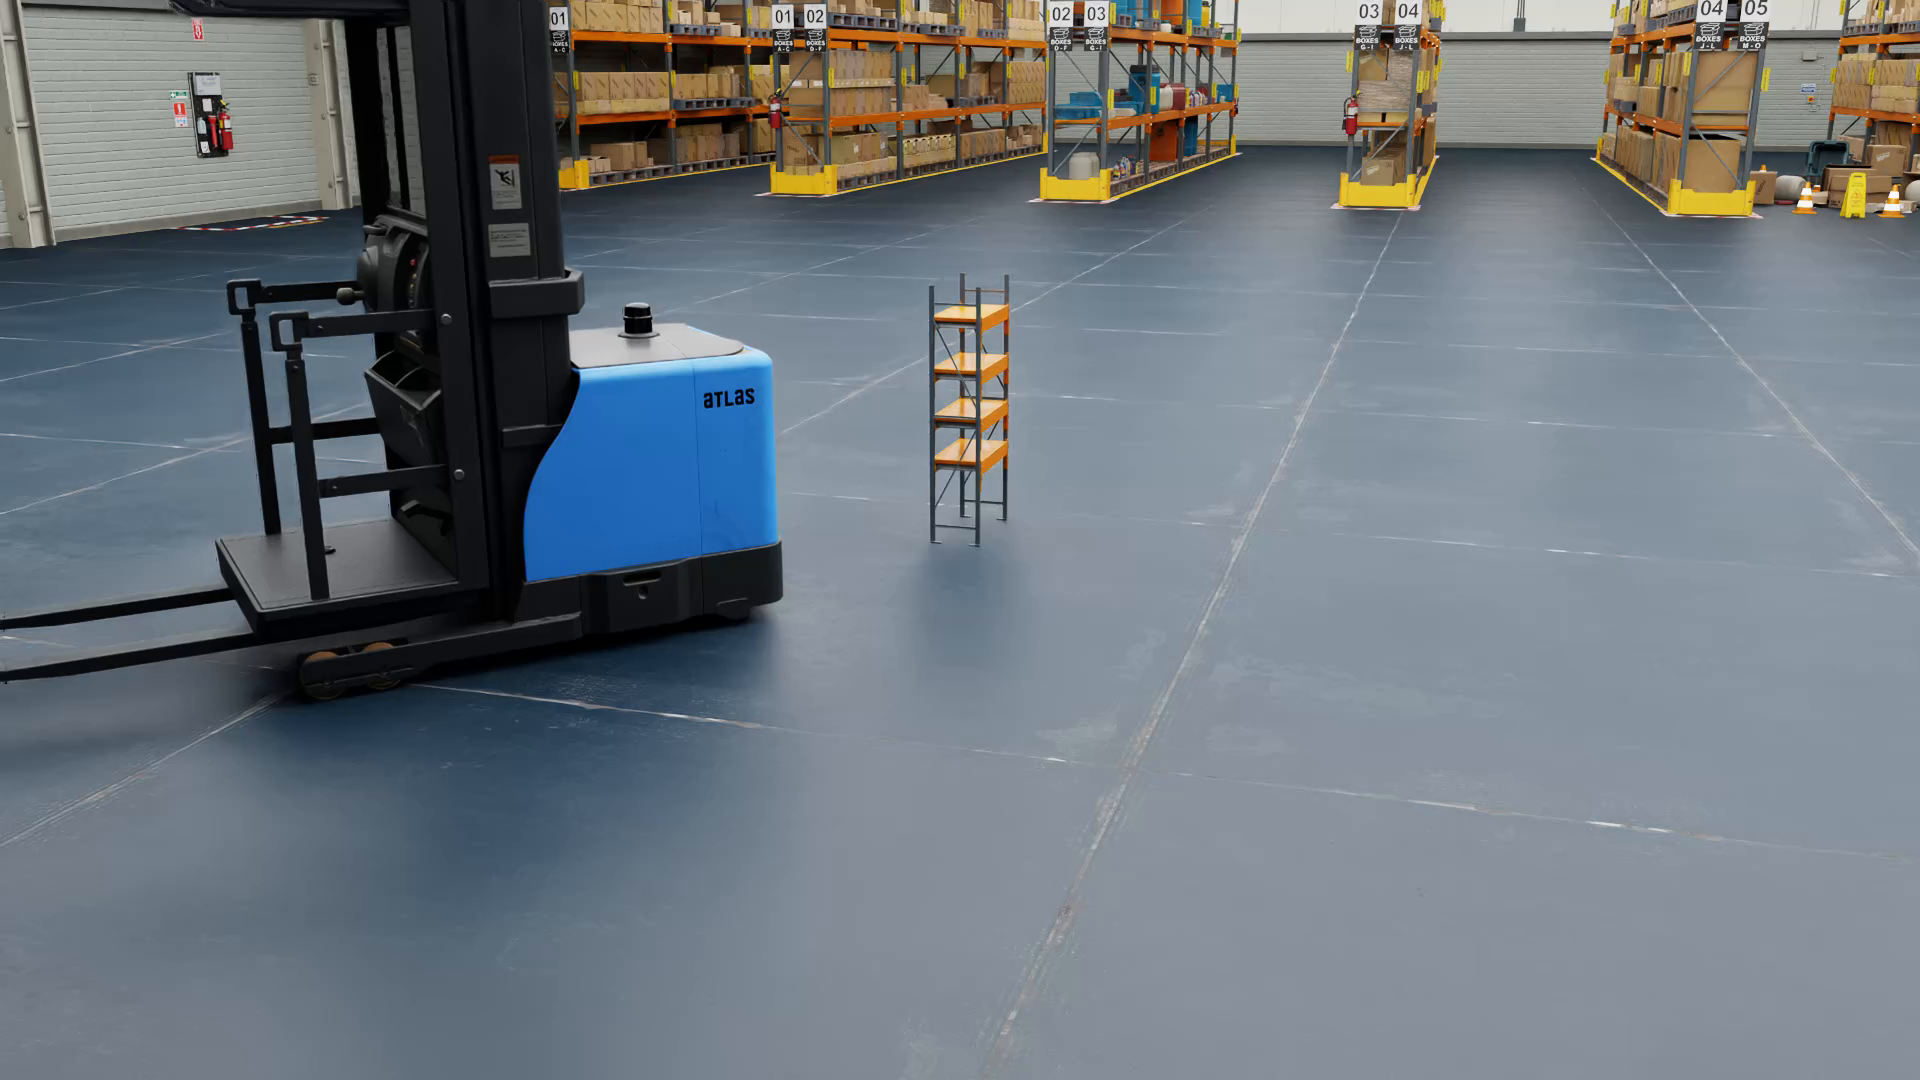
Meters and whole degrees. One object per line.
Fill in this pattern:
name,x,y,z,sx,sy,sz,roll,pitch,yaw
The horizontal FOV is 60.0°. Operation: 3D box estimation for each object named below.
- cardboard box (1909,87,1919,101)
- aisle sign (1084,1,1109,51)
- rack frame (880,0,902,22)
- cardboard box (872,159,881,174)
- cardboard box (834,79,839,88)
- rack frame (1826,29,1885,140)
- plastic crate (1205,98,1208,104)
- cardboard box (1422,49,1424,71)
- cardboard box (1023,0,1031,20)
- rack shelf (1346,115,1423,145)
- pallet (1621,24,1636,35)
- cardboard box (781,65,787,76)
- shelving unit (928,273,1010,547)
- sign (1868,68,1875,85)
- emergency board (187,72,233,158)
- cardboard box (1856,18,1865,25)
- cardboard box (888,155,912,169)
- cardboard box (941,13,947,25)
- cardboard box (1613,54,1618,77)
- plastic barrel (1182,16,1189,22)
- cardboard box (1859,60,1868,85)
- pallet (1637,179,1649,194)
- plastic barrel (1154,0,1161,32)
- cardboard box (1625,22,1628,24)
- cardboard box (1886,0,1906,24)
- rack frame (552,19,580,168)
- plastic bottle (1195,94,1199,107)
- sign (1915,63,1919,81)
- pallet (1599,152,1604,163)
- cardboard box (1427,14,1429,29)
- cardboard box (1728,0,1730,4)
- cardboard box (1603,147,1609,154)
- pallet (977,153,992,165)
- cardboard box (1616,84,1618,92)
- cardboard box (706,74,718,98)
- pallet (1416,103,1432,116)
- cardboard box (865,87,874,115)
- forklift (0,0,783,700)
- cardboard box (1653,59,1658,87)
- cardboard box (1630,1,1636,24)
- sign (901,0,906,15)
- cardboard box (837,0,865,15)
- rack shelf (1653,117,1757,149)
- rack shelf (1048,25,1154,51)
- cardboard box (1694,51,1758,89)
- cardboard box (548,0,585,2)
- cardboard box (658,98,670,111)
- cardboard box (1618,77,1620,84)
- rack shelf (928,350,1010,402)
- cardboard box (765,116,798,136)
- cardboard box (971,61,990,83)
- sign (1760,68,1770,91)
cardboard box,18.397,-8.489,31.620,0.500,0.250,0.500,5,16,16
aisle sign,2.239,-8.443,27.335,0.394,0.787,0.004,5,16,16
rack frame,-1.632,-11.552,32.065,1.000,3.000,0.127,5,16,16
cardboard box,-1.834,-7.144,31.790,0.500,0.250,0.500,5,16,16
cardboard box,-2.379,-8.134,29.639,0.380,0.149,0.250,4,16,14
rack frame,20.776,-10.267,38.531,1.000,3.000,0.127,5,16,16
plastic crate,5.658,-10.386,39.323,0.396,0.136,0.243,5,16,16
cardboard box,7.435,-7.906,27.645,0.500,0.500,0.500,5,16,16
cardboard box,1.385,-13.378,41.986,0.700,0.500,0.500,5,16,16
rack shelf,7.296,-7.027,28.425,1.077,0.370,4.000,5,16,16
pallet,14.295,-10.506,34.220,1.213,0.211,1.003,5,16,16
cardboard box,-4.441,-11.161,39.544,0.500,0.250,0.500,4,16,15
shelving unit,0.047,-0.621,7.818,0.258,1.200,0.503,5,16,16
sign,19.107,-9.718,34.863,0.100,0.325,0.005,5,16,16
emergency board,-10.594,-6.039,23.624,0.194,1.169,0.643,5,16,16
cardboard box,20.246,-11.573,37.144,0.380,0.149,0.250,5,17,18
cardboard box,-1.280,-7.631,33.506,0.500,0.250,0.500,4,16,15
cardboard box,-0.571,-11.162,35.693,0.500,0.250,0.500,3,16,12
cardboard box,15.171,-10.800,37.847,0.500,0.500,0.500,4,16,14
plastic barrel,4.774,-11.157,35.684,0.294,0.245,0.294,0,16,0
cardboard box,19.661,-10.027,35.668,0.500,0.500,0.500,4,16,15
pallet,12.738,-6.351,29.835,1.003,0.211,1.213,5,16,16
plastic barrel,3.811,-10.813,34.039,0.600,0.901,0.600,0,16,0
cardboard box,14.752,-11.330,36.140,0.500,0.250,0.500,4,16,13
cardboard box,19.111,-10.706,33.627,0.500,0.500,0.500,4,16,15
rack frame,-7.520,-8.002,30.545,1.000,3.000,0.127,5,16,16
plastic bottle,5.302,-9.923,37.543,0.152,0.276,0.135,5,16,16
sign,17.969,-8.773,31.142,0.100,0.325,0.005,5,16,16
pallet,15.715,-9.053,39.362,1.003,0.211,1.213,5,16,16
cardboard box,7.985,-9.128,29.291,0.500,0.250,0.500,5,17,18
cardboard box,12.218,-8.406,25.979,0.380,0.149,0.250,5,16,15
cardboard box,15.308,-9.144,39.026,0.380,0.149,0.250,5,17,17
pallet,0.101,-8.881,38.753,1.003,0.211,1.213,5,16,16
cardboard box,14.240,-9.667,35.560,0.380,0.149,0.250,4,16,15
cardboard box,-5.703,-9.903,36.259,0.700,0.500,0.500,5,16,16
pallet,8.221,-7.993,30.863,1.003,0.211,1.213,5,16,16
cardboard box,-2.042,-8.328,31.509,0.700,0.500,0.500,5,17,17
forklift,-2.250,-1.012,6.027,3.031,2.935,1.130,-9,18,-29
cardboard box,13.305,-8.677,30.910,0.700,0.500,0.500,4,16,15
cardboard box,14.651,-11.181,35.302,0.700,0.500,0.500,5,16,16
sign,-1.100,-10.353,32.242,0.100,0.325,0.005,5,16,16
cardboard box,-2.035,-9.793,30.152,0.500,0.500,0.500,5,16,16
rack shelf,12.023,-6.616,26.976,1.077,0.370,4.000,5,16,16
rack shelf,2.547,-8.854,29.370,1.077,0.370,4.000,5,16,16
cardboard box,11.597,-7.124,25.197,0.875,0.550,0.550,5,16,16
cardboard box,-7.177,-10.066,30.272,0.500,0.500,0.500,3,16,12
cardboard box,-6.227,-8.839,33.732,0.500,0.250,0.500,5,16,16
cardboard box,14.090,-9.673,35.035,0.380,0.149,0.250,4,16,15
rack shelf,0.047,-0.771,7.776,0.258,0.148,0.480,5,16,16
cardboard box,-4.419,-9.897,40.394,0.750,0.750,0.750,5,17,18
cardboard box,0.537,-11.440,40.650,0.500,0.500,0.500,5,17,16
sign,11.985,-6.849,24.746,0.100,0.325,0.005,5,16,16
